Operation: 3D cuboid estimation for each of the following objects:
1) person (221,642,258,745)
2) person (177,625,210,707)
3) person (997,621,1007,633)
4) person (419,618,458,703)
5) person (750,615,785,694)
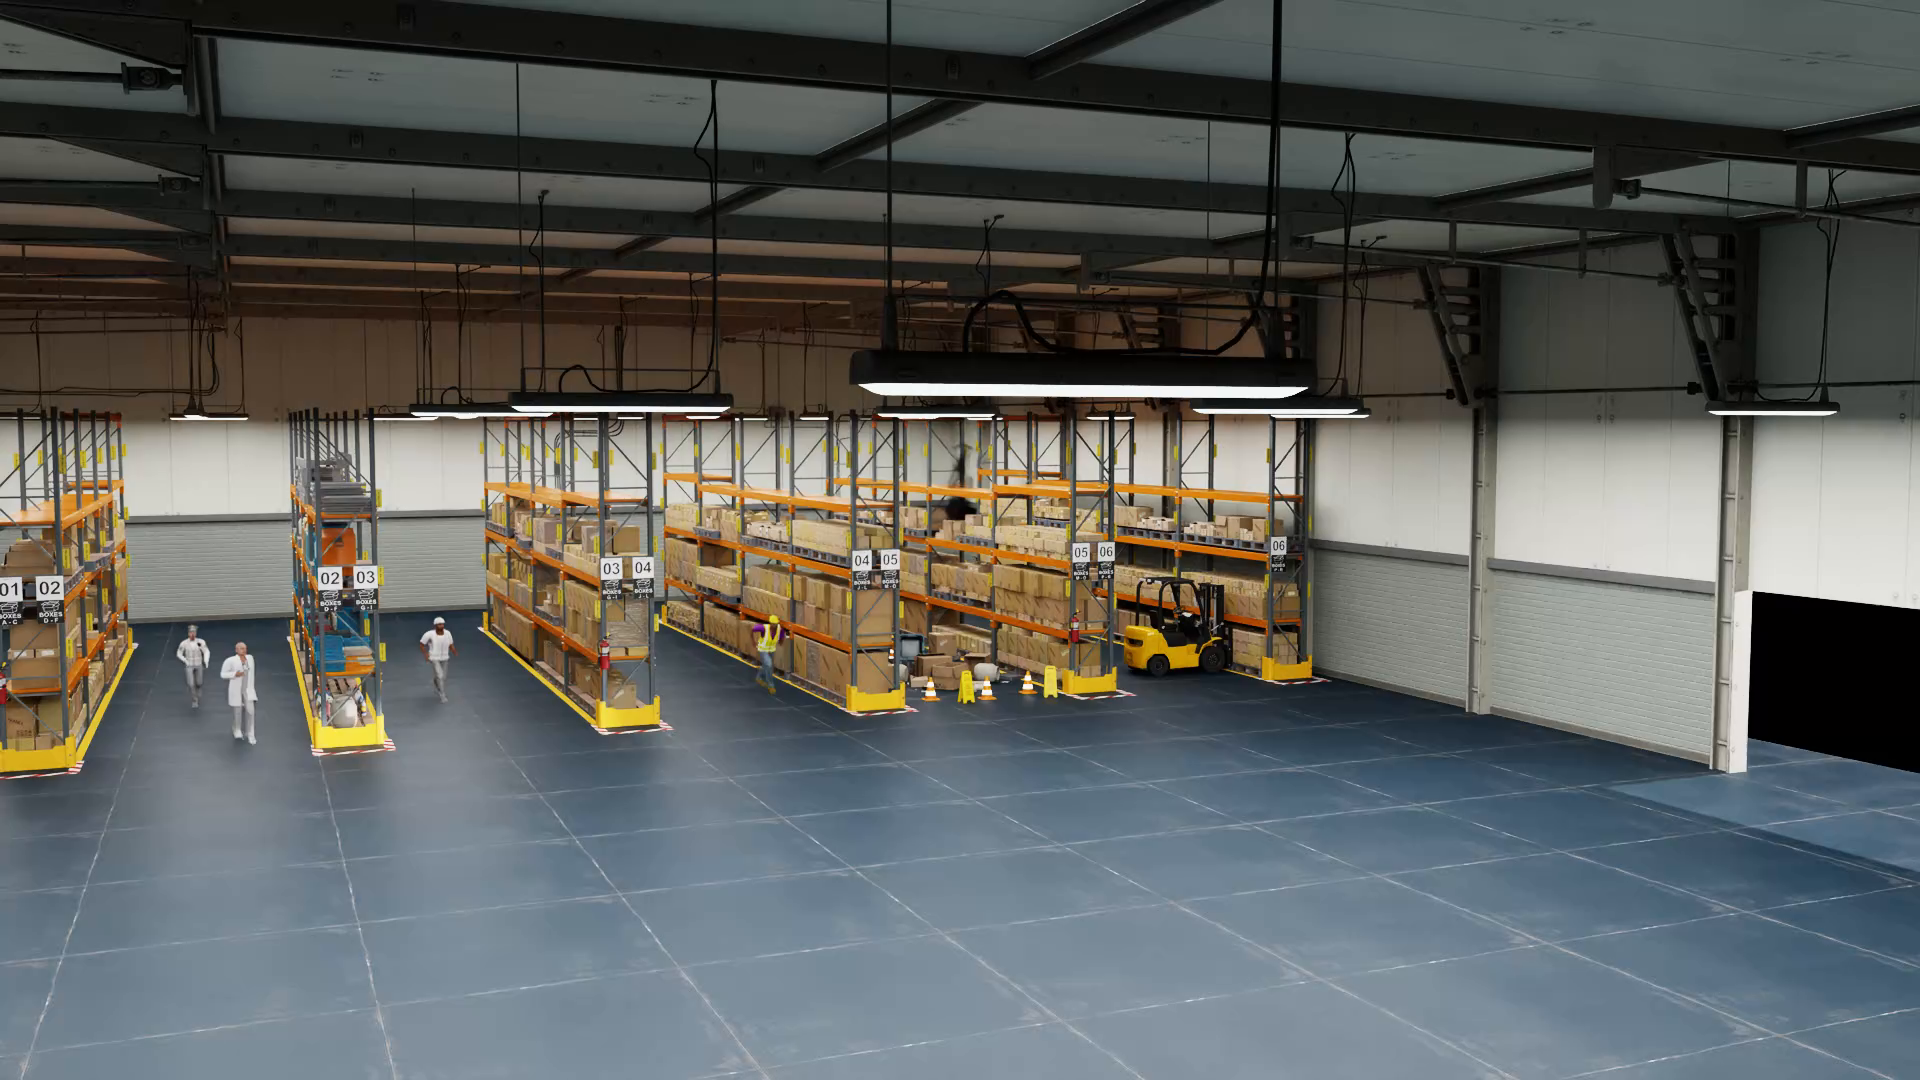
[{"bbox_3d":[-12.933,2.757,29.844,0.668,1.855,0.862,-3,5,-41],"label":"person"},{"bbox_3d":[-15.518,2.545,33.675,0.616,1.651,0.514,-2,4,-27],"label":"person"},{"bbox_3d":[1.179,1.859,43.461,0.556,1.666,0.910,-2,5,-28],"label":"person"},{"bbox_3d":[-10.812,2.455,34.369,0.684,1.738,0.856,-4,6,-44],"label":"person"},{"bbox_3d":[-4.141,2.428,35.542,0.747,1.716,1.047,-2,5,-31],"label":"person"}]
